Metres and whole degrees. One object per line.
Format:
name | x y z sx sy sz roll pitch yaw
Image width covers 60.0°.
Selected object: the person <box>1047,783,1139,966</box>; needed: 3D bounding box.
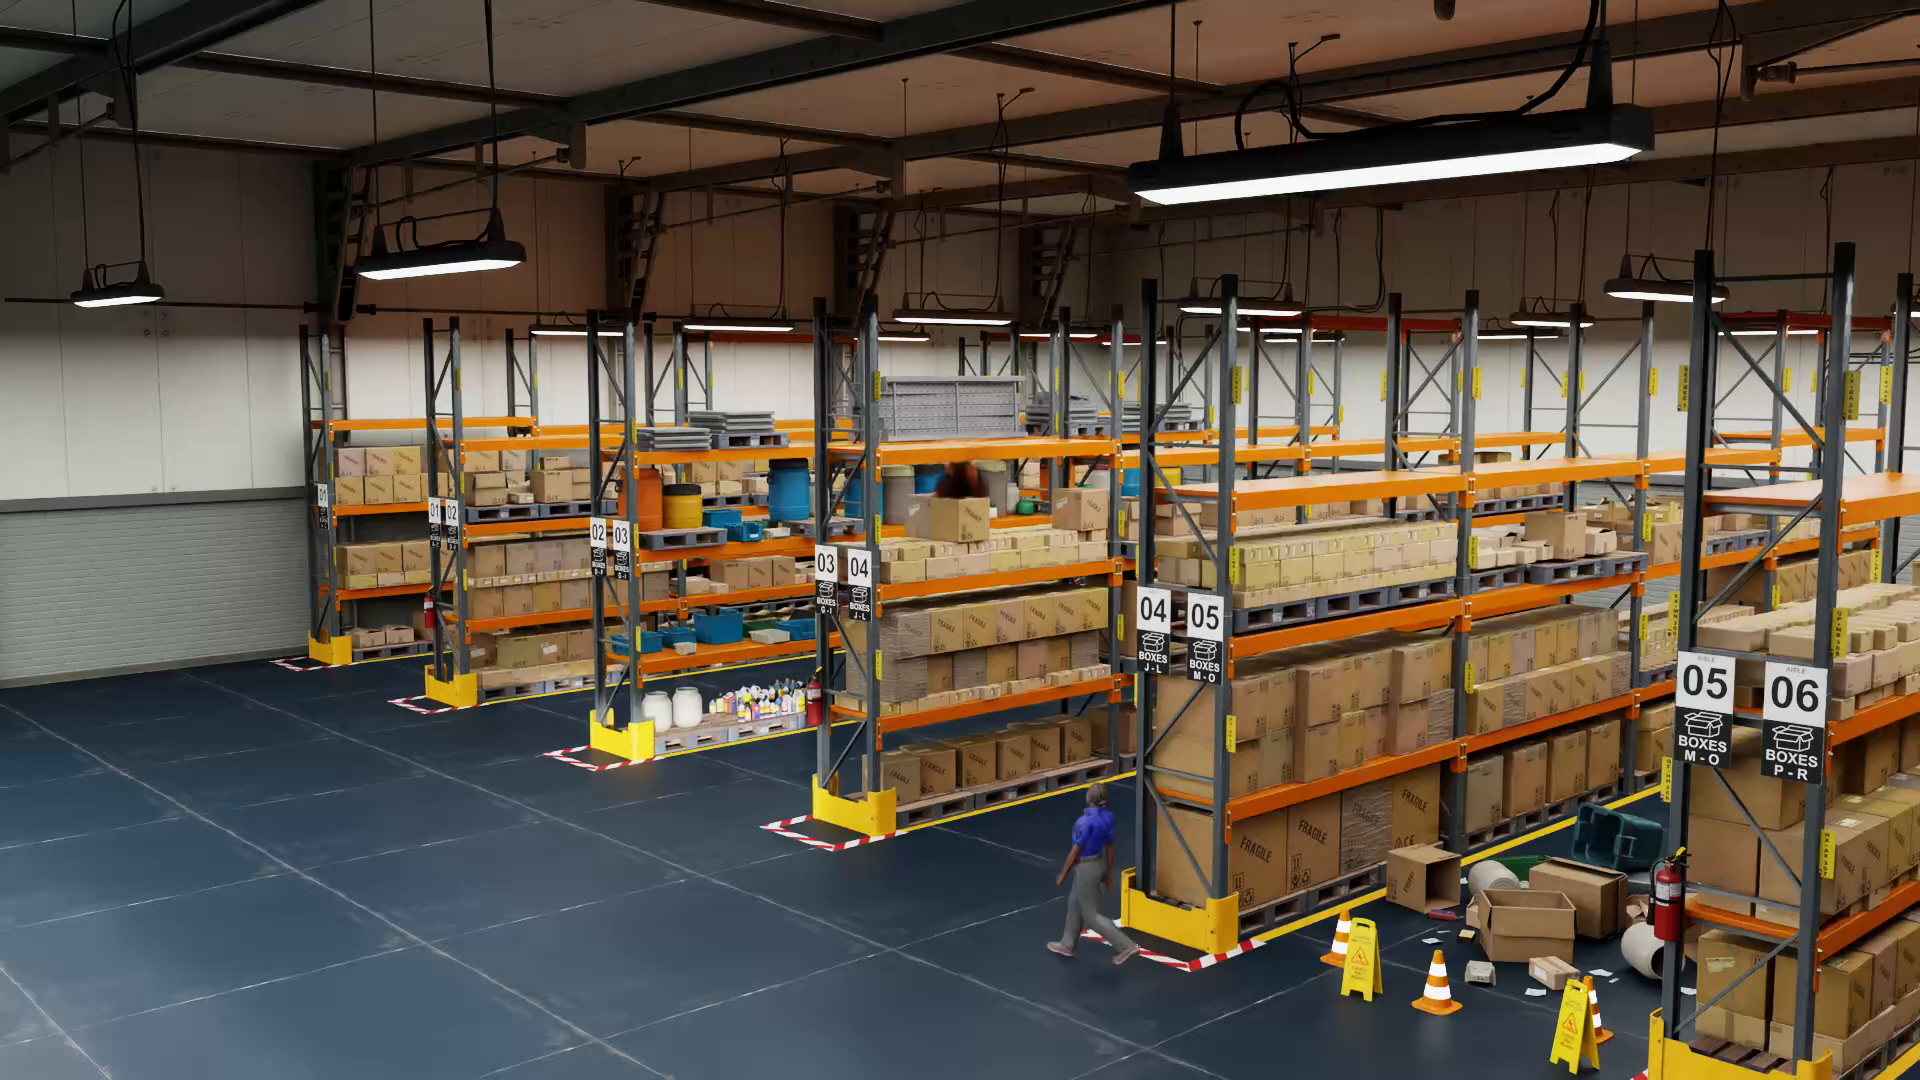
person | 1.137 2.898 14.494 0.915 1.613 0.419 3 6 24
